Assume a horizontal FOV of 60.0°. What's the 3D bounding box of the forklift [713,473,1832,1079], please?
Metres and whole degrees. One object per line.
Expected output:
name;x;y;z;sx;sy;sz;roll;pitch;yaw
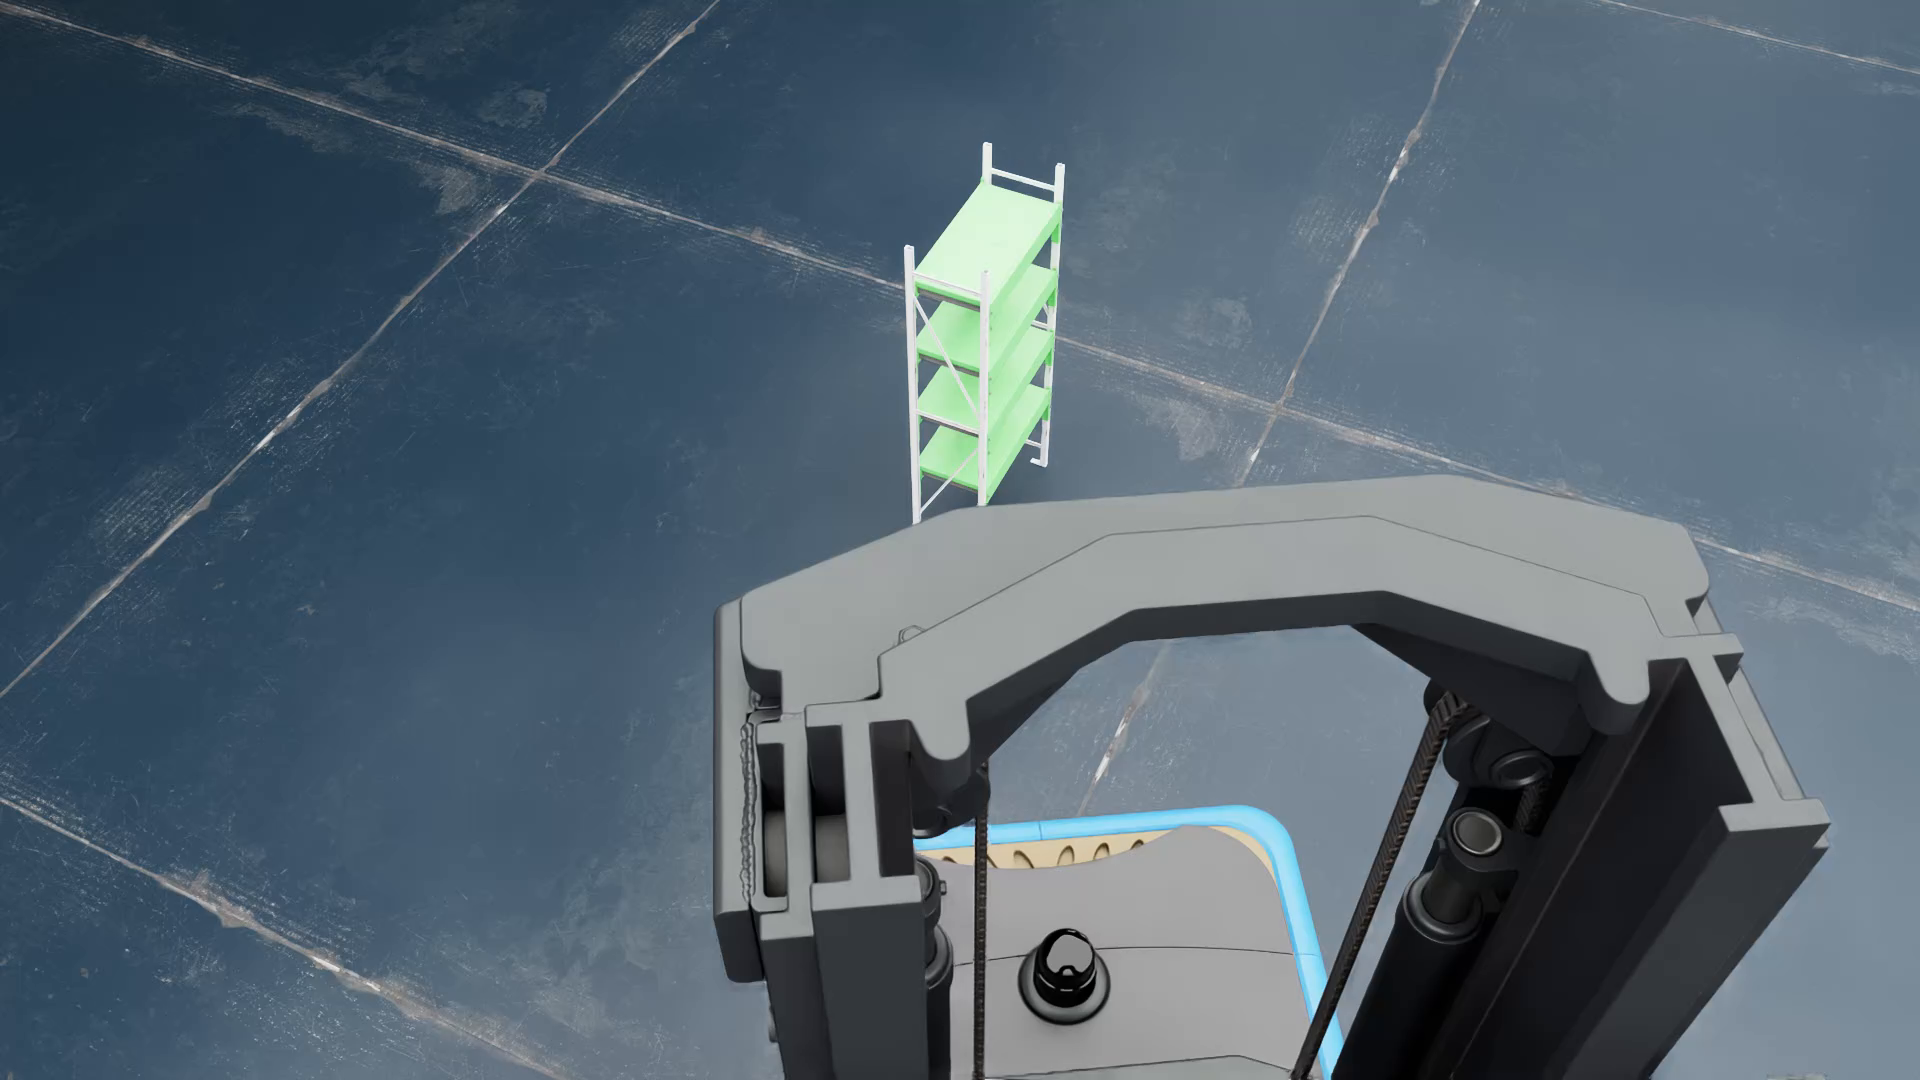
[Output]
forklift;0.300;1.436;2.104;1.130;2.935;3.031;-4;50;-4

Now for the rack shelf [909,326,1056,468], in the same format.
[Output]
rack shelf;0.071;-0.461;4.939;0.258;0.148;0.480;20;52;16

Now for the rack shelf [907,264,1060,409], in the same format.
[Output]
rack shelf;0.071;-0.617;4.756;0.258;0.148;0.480;20;52;16

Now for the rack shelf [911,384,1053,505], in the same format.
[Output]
rack shelf;0.071;-0.306;5.121;0.258;0.148;0.480;20;52;16

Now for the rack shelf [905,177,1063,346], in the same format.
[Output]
rack shelf;0.071;-0.772;4.573;0.258;0.148;0.480;20;52;16

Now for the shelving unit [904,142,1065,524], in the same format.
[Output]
shelving unit;0.071;-0.503;4.890;0.258;1.200;0.503;20;52;16

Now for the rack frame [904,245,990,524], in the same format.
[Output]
rack frame;-0.034;-0.335;4.747;0.240;1.200;0.015;20;52;16

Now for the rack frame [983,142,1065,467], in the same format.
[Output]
rack frame;0.175;-0.671;5.033;0.240;1.200;0.015;20;52;16
